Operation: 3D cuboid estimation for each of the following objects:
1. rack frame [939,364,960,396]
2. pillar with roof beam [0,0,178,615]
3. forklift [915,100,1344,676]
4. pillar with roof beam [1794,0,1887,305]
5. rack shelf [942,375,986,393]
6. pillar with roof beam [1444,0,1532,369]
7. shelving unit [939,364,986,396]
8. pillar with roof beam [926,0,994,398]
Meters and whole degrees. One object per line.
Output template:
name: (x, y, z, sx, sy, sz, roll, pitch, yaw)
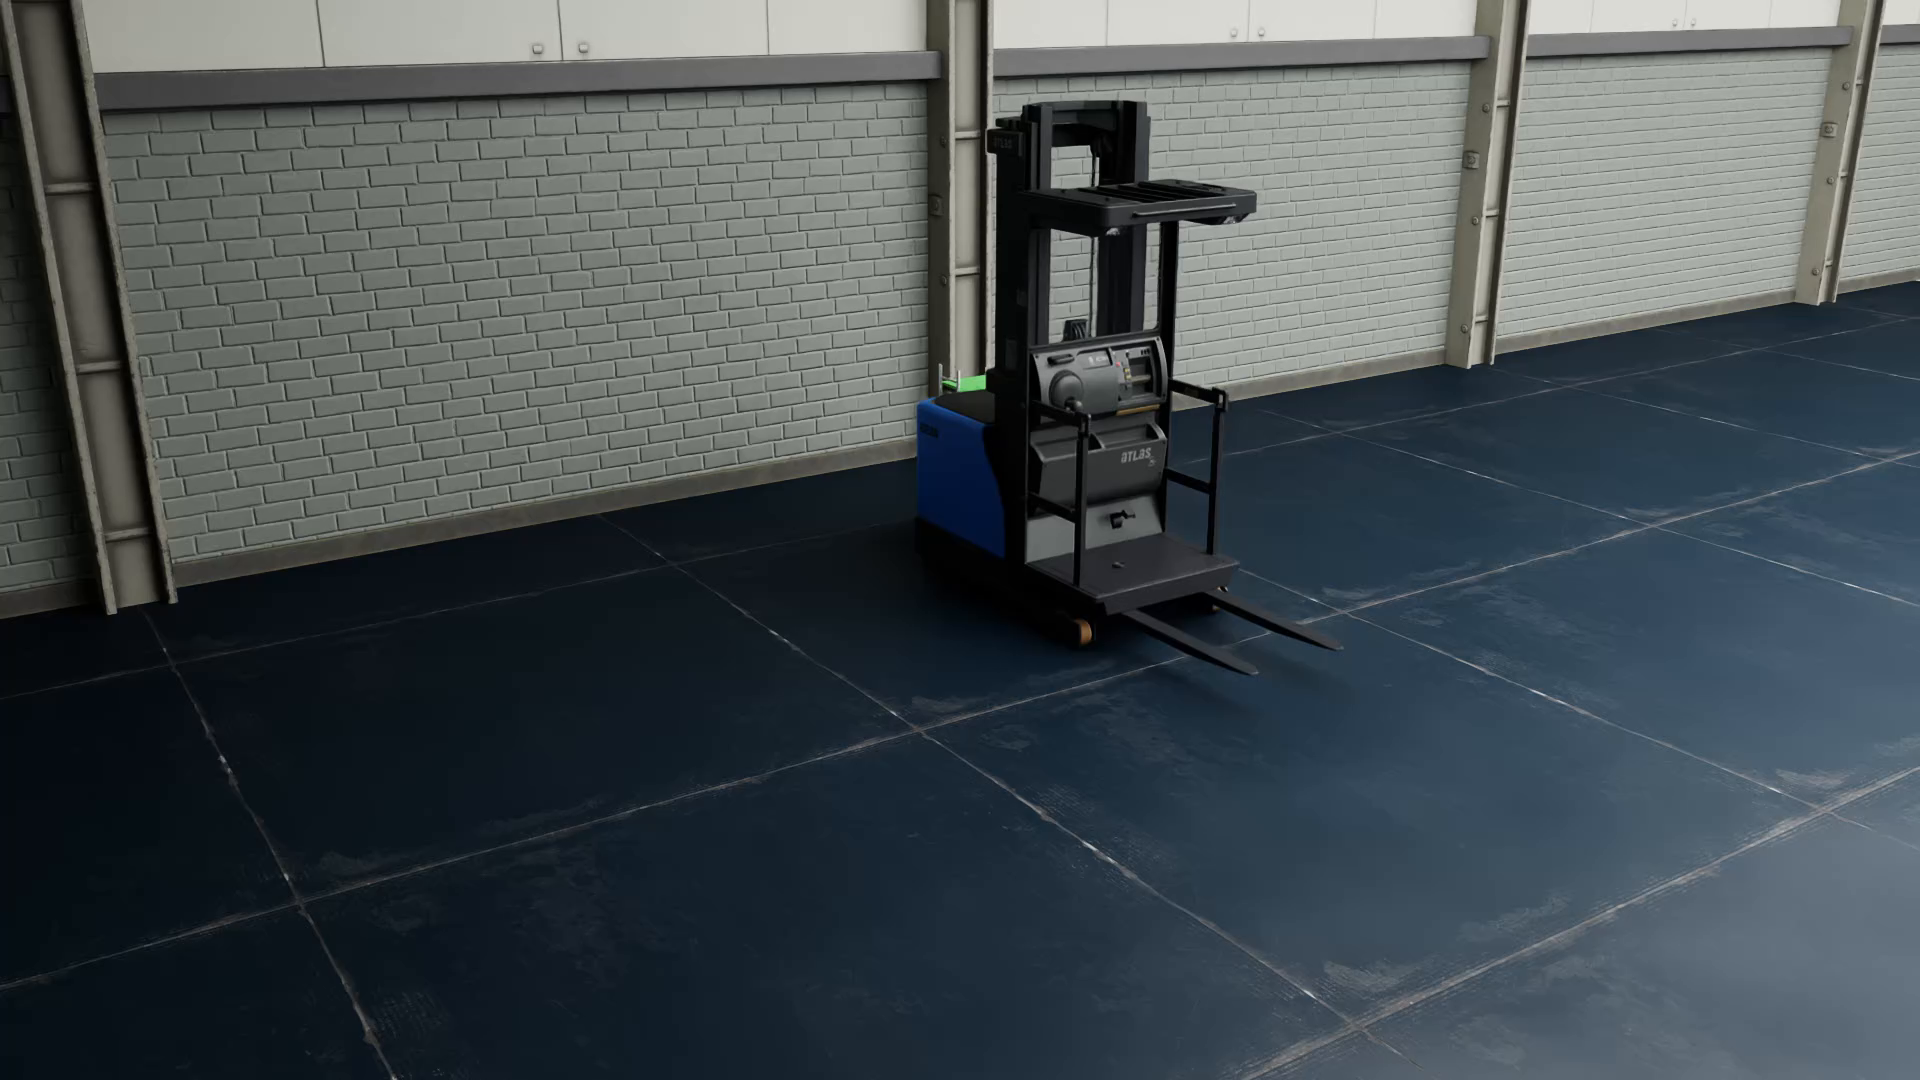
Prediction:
rack frame: (-0.070, -0.557, 11.018, 0.015, 1.200, 0.240, -12, 22, -31)
pillar with roof beam: (-2.643, -2.739, 5.297, 0.400, 9.000, 9.100, -12, 22, -31)
forklift: (0.937, -0.951, 9.482, 1.130, 2.935, 3.031, -12, 22, -31)
pillar with roof beam: (12.390, -5.910, 14.675, 0.400, 9.000, 9.100, -12, 22, -31)
rack shelf: (0.134, -0.994, 11.011, 0.480, 0.148, 0.258, -12, 22, -31)
pillar with roof beam: (7.379, -4.853, 11.549, 0.400, 9.000, 9.100, -12, 22, -31)
shelving unit: (0.134, -0.599, 11.145, 0.503, 1.200, 0.258, -12, 22, -31)
pillar with roof beam: (2.368, -3.796, 8.423, 0.400, 9.000, 9.100, -12, 22, -31)
